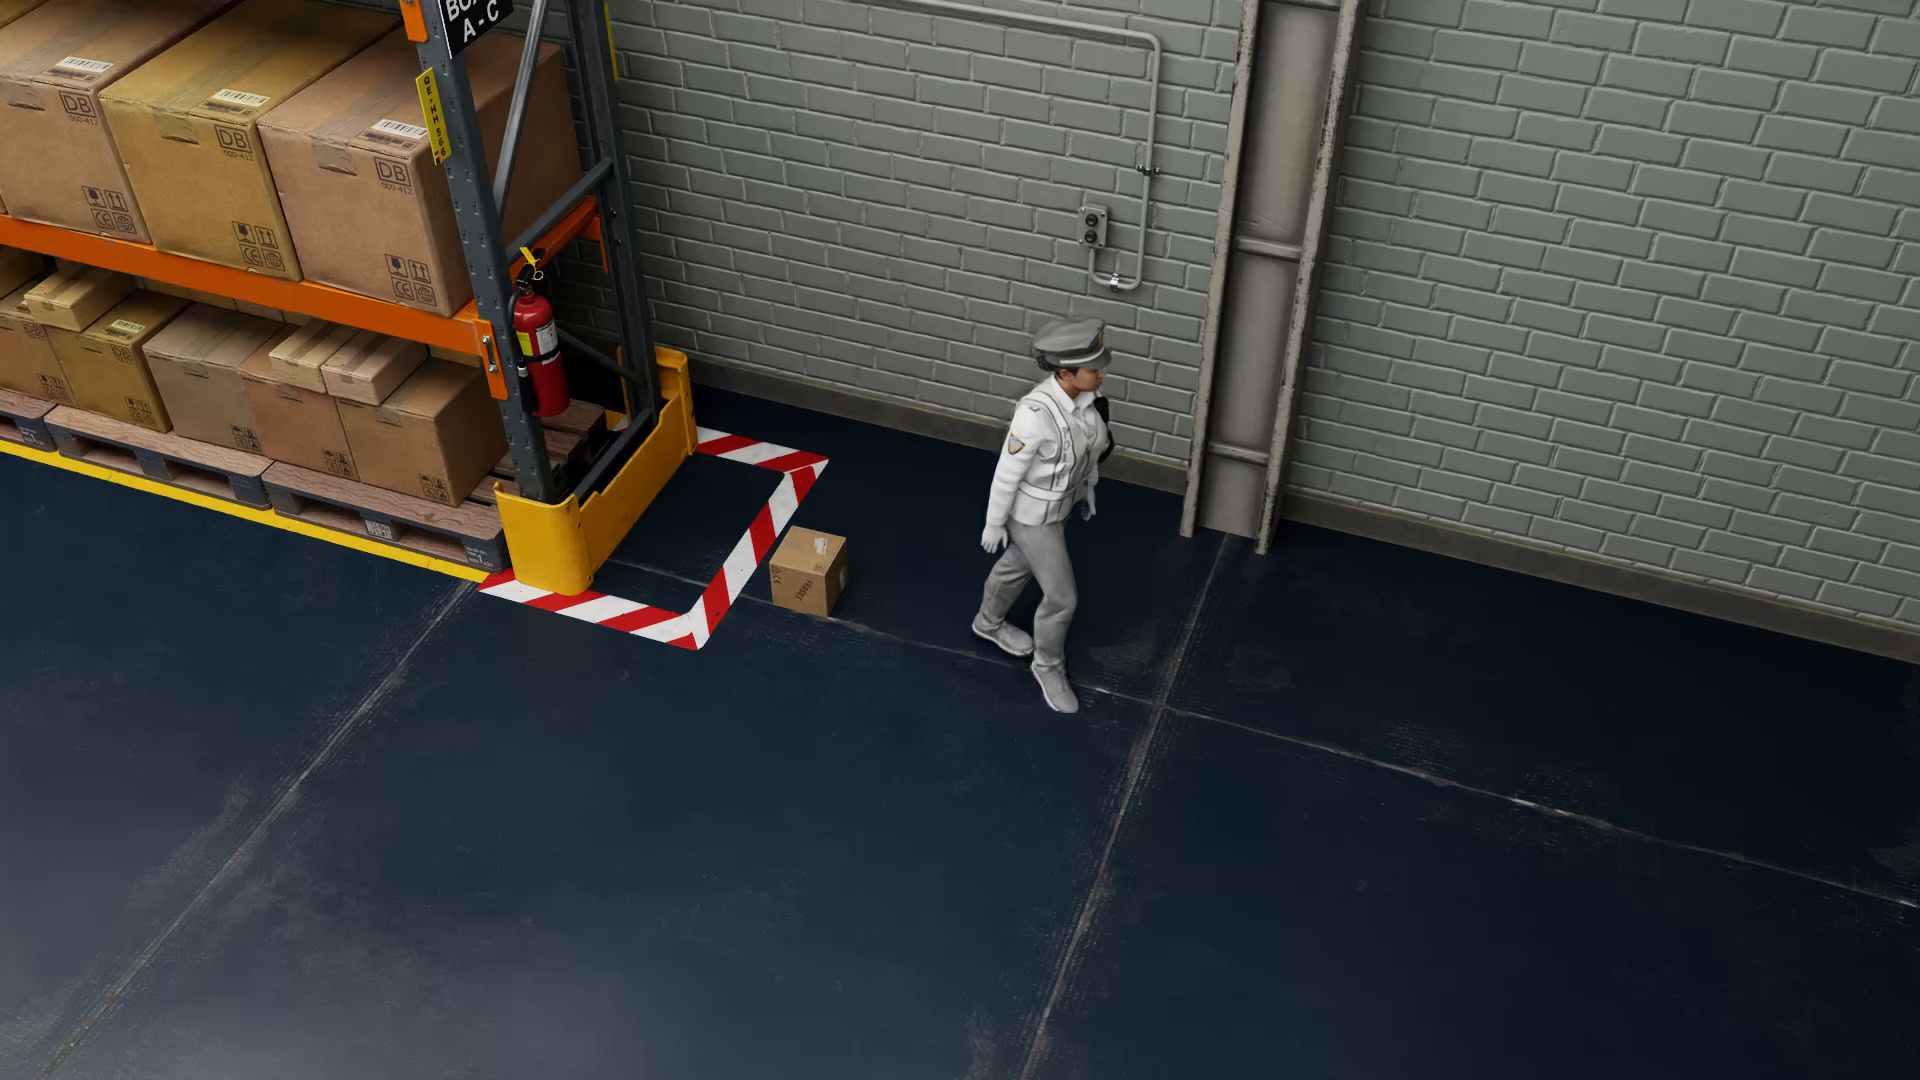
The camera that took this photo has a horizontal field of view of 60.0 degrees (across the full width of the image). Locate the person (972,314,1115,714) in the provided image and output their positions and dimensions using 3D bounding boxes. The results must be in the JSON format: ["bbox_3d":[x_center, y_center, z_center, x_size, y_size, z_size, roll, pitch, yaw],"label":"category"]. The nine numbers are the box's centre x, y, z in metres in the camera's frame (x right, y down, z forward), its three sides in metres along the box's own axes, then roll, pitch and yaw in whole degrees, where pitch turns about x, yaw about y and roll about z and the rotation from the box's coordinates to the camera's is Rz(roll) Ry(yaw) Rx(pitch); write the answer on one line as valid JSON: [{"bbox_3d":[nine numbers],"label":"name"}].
[{"bbox_3d":[0.314,-0.132,6.315,0.570,1.715,0.508,21,46,22],"label":"person"}]
